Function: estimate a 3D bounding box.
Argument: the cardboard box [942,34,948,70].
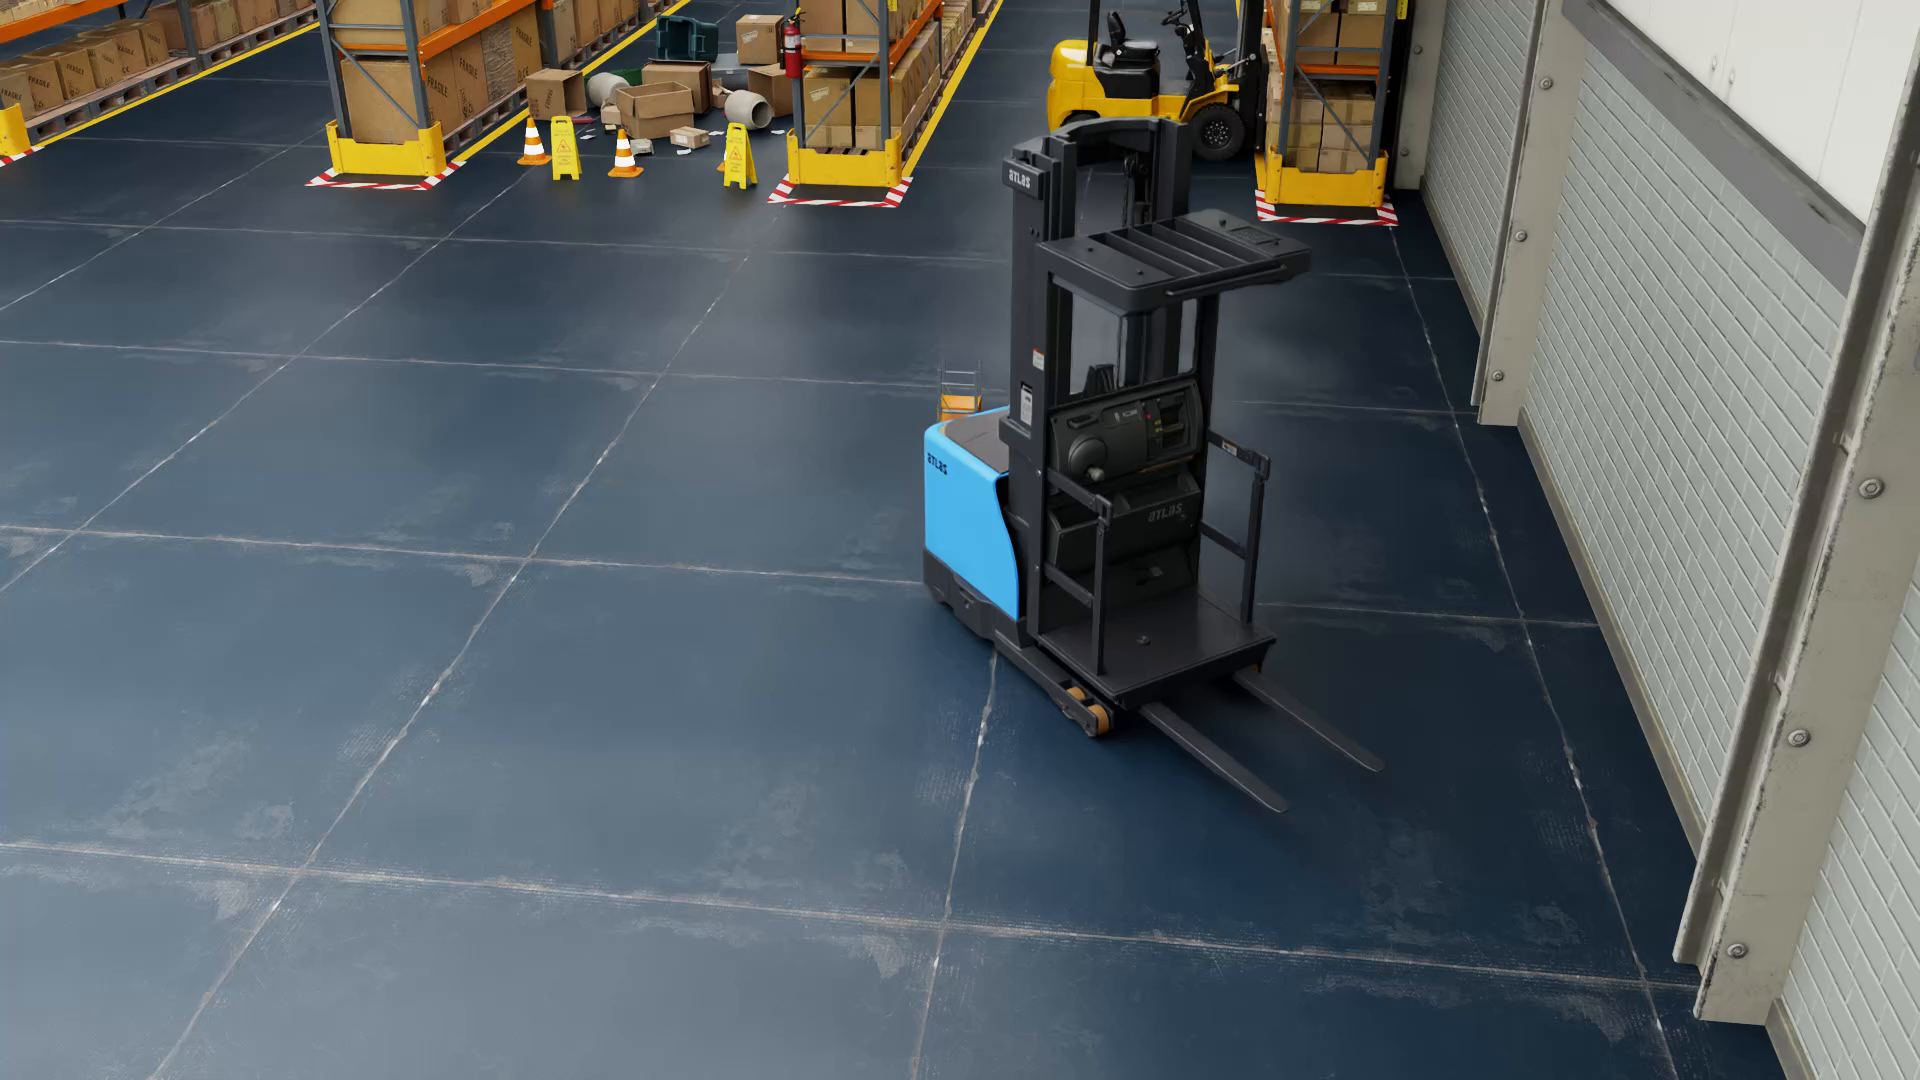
[{"bbox_3d":[-0.667,-6.243,21.296,0.950,0.372,0.625,4,29,7],"label":"cardboard box"}]

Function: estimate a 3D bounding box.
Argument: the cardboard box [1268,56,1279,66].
[{"bbox_3d":[3.633,-5.165,18.369,0.500,0.250,0.500,3,28,5],"label":"cardboard box"}]

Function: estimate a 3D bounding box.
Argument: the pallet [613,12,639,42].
[{"bbox_3d":[-5.335,-7.497,24.235,1.003,0.211,1.213,3,28,6],"label":"pallet"}]

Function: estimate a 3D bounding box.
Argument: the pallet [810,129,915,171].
[{"bbox_3d":[-1.075,-4.274,18.253,1.003,0.211,1.213,3,28,6],"label":"pallet"}]

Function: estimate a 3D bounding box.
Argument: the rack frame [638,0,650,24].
[{"bbox_3d":[-5.164,-9.091,24.254,1.000,3.000,0.127,3,28,6],"label":"rack frame"}]

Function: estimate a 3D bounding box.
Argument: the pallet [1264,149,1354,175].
[{"bbox_3d":[3.760,-3.933,17.621,1.003,0.211,1.213,3,28,6],"label":"pallet"}]

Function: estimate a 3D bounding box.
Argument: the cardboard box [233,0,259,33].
[{"bbox_3d":[-10.322,-7.412,23.309,0.700,0.500,0.500,1,28,2],"label":"cardboard box"}]

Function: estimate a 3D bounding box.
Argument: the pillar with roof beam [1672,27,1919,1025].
[{"bbox_3d":[-1.055,-2.317,5.354,9.100,9.000,0.400,3,28,6],"label":"pillar with roof beam"}]

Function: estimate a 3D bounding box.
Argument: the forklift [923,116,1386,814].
[{"bbox_3d":[0.980,-0.520,8.417,1.130,2.935,3.031,-16,32,-27],"label":"forklift"}]

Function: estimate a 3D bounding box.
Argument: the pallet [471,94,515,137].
[{"bbox_3d":[-5.972,-5.051,19.696,1.003,0.211,1.213,3,28,6],"label":"pallet"}]

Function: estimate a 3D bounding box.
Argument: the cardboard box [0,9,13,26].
[{"bbox_3d":[-10.733,-5.788,18.387,0.380,0.149,0.250,3,28,6],"label":"cardboard box"}]

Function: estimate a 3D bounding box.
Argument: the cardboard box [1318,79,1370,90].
[{"bbox_3d":[4.012,-4.664,17.439,0.500,0.250,0.500,3,28,6],"label":"cardboard box"}]

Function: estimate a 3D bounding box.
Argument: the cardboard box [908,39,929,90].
[{"bbox_3d":[-0.657,-5.499,19.252,0.500,0.500,0.500,5,29,9],"label":"cardboard box"}]

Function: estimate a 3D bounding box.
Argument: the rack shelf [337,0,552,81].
[{"bbox_3d":[-5.899,-5.950,19.183,1.077,0.370,4.000,3,28,6],"label":"rack shelf"}]

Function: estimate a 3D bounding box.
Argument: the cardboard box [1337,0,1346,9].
[{"bbox_3d":[3.974,-5.393,16.600,0.380,0.149,0.250,3,28,6],"label":"cardboard box"}]

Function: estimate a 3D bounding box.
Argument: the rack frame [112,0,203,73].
[{"bbox_3d":[-10.564,-7.544,21.383,1.000,3.000,0.127,3,28,6],"label":"rack frame"}]

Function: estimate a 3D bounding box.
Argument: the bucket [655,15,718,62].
[{"bbox_3d":[-3.382,-6.238,20.808,0.726,0.611,0.620,14,21,24],"label":"bucket"}]

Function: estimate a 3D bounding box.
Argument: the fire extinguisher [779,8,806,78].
[{"bbox_3d":[-1.690,-5.024,16.787,0.296,0.674,0.183,3,28,6],"label":"fire extinguisher"}]

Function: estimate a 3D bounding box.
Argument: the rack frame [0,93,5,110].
[{"bbox_3d":[-11.054,-5.661,17.888,1.000,3.000,0.127,3,28,6],"label":"rack frame"}]

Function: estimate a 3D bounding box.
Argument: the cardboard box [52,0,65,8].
[{"bbox_3d":[-10.636,-6.260,19.264,0.380,0.149,0.250,3,28,6],"label":"cardboard box"}]

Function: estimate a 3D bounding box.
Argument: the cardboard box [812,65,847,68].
[{"bbox_3d":[-1.401,-5.244,18.096,0.380,0.149,0.250,4,29,8],"label":"cardboard box"}]

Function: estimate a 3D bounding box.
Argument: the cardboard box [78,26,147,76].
[{"bbox_3d":[-10.715,-6.173,21.030,0.500,0.500,0.500,13,31,22],"label":"cardboard box"}]

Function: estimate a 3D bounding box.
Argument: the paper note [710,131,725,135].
[{"bbox_3d":[-2.825,-4.725,19.292,0.148,0.019,0.142,14,31,24],"label":"paper note"}]

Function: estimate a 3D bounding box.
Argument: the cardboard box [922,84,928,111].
[{"bbox_3d":[-0.657,-5.158,19.411,0.500,0.250,0.500,4,29,7],"label":"cardboard box"}]

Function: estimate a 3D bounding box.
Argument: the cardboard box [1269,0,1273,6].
[{"bbox_3d":[3.885,-6.532,19.398,0.500,0.500,0.500,3,28,5],"label":"cardboard box"}]

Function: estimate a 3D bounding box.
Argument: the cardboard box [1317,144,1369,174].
[{"bbox_3d":[3.962,-3.993,17.247,0.500,0.250,0.500,3,29,6],"label":"cardboard box"}]

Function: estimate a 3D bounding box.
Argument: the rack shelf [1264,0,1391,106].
[{"bbox_3d":[3.953,-5.423,18.205,1.077,0.370,4.000,3,28,6],"label":"rack shelf"}]

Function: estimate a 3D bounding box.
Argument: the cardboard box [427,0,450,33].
[{"bbox_3d":[-6.098,-5.829,18.041,0.875,0.550,0.550,3,28,6],"label":"cardboard box"}]

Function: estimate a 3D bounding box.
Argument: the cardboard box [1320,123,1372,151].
[{"bbox_3d":[3.972,-4.202,17.109,0.500,0.250,0.500,4,29,7],"label":"cardboard box"}]

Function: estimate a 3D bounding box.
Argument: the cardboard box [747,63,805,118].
[{"bbox_3d":[-2.210,-5.444,20.117,0.500,0.500,0.500,-24,36,-37],"label":"cardboard box"}]

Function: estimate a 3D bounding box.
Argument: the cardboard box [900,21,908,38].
[{"bbox_3d":[-0.765,-5.479,17.815,0.380,0.149,0.250,4,29,7],"label":"cardboard box"}]

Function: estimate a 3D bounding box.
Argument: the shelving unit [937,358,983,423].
[{"bbox_3d":[-0.002,-0.521,10.245,0.258,1.200,0.189,3,28,6],"label":"shelving unit"}]

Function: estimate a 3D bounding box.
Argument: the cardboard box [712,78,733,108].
[{"bbox_3d":[-2.959,-5.506,20.482,0.258,0.266,0.396,-17,33,-29],"label":"cardboard box"}]

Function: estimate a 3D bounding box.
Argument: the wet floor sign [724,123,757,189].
[{"bbox_3d":[-2.304,-4.022,17.327,0.267,0.644,0.232,14,31,24],"label":"wet floor sign"}]

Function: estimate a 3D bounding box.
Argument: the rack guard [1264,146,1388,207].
[{"bbox_3d":[3.705,-3.687,16.858,1.175,0.500,0.348,3,28,6],"label":"rack guard"}]

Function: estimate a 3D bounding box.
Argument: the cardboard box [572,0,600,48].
[{"bbox_3d":[-5.545,-7.154,22.588,1.050,0.750,0.750,3,28,6],"label":"cardboard box"}]

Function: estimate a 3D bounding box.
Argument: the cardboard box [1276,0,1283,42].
[{"bbox_3d":[3.643,-5.574,17.621,0.500,0.500,0.500,3,28,5],"label":"cardboard box"}]

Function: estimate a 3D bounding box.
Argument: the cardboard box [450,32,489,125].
[{"bbox_3d":[-6.021,-5.312,19.037,0.875,0.875,0.875,3,28,5],"label":"cardboard box"}]

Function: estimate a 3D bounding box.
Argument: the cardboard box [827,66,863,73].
[{"bbox_3d":[-1.319,-5.028,18.378,0.500,0.500,0.500,4,29,8],"label":"cardboard box"}]

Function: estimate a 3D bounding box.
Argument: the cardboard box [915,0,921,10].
[{"bbox_3d":[-0.710,-6.191,18.452,0.500,0.500,0.500,3,28,5],"label":"cardboard box"}]

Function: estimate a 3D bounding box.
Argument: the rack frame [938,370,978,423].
[{"bbox_3d":[-0.013,-0.478,10.165,0.240,1.200,0.006,3,28,6],"label":"rack frame"}]

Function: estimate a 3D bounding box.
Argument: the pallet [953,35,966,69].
[{"bbox_3d":[-0.488,-6.683,22.724,1.003,0.211,1.213,3,28,6],"label":"pallet"}]

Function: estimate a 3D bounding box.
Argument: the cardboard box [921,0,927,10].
[{"bbox_3d":[-0.587,-6.210,19.171,0.380,0.149,0.250,3,28,5],"label":"cardboard box"}]

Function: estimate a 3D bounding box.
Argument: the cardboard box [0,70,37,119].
[{"bbox_3d":[-10.961,-5.039,18.925,0.500,0.500,0.500,9,30,16],"label":"cardboard box"}]

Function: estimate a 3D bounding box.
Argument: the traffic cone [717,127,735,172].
[{"bbox_3d":[-2.446,-4.246,17.935,0.336,0.463,0.334,3,28,6],"label":"traffic cone"}]

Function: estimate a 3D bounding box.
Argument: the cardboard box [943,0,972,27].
[{"bbox_3d":[-0.318,-7.614,23.840,0.950,0.372,0.625,1,28,3],"label":"cardboard box"}]

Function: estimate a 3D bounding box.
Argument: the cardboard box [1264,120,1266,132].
[{"bbox_3d":[3.634,-4.727,18.610,0.500,0.250,0.500,4,29,8],"label":"cardboard box"}]

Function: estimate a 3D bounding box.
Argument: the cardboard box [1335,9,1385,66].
[{"bbox_3d":[4.044,-5.060,16.666,0.500,0.500,0.500,4,29,8],"label":"cardboard box"}]

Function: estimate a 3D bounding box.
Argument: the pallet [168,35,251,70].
[{"bbox_3d":[-10.470,-6.683,22.725,1.003,0.211,1.213,3,28,6],"label":"pallet"}]
